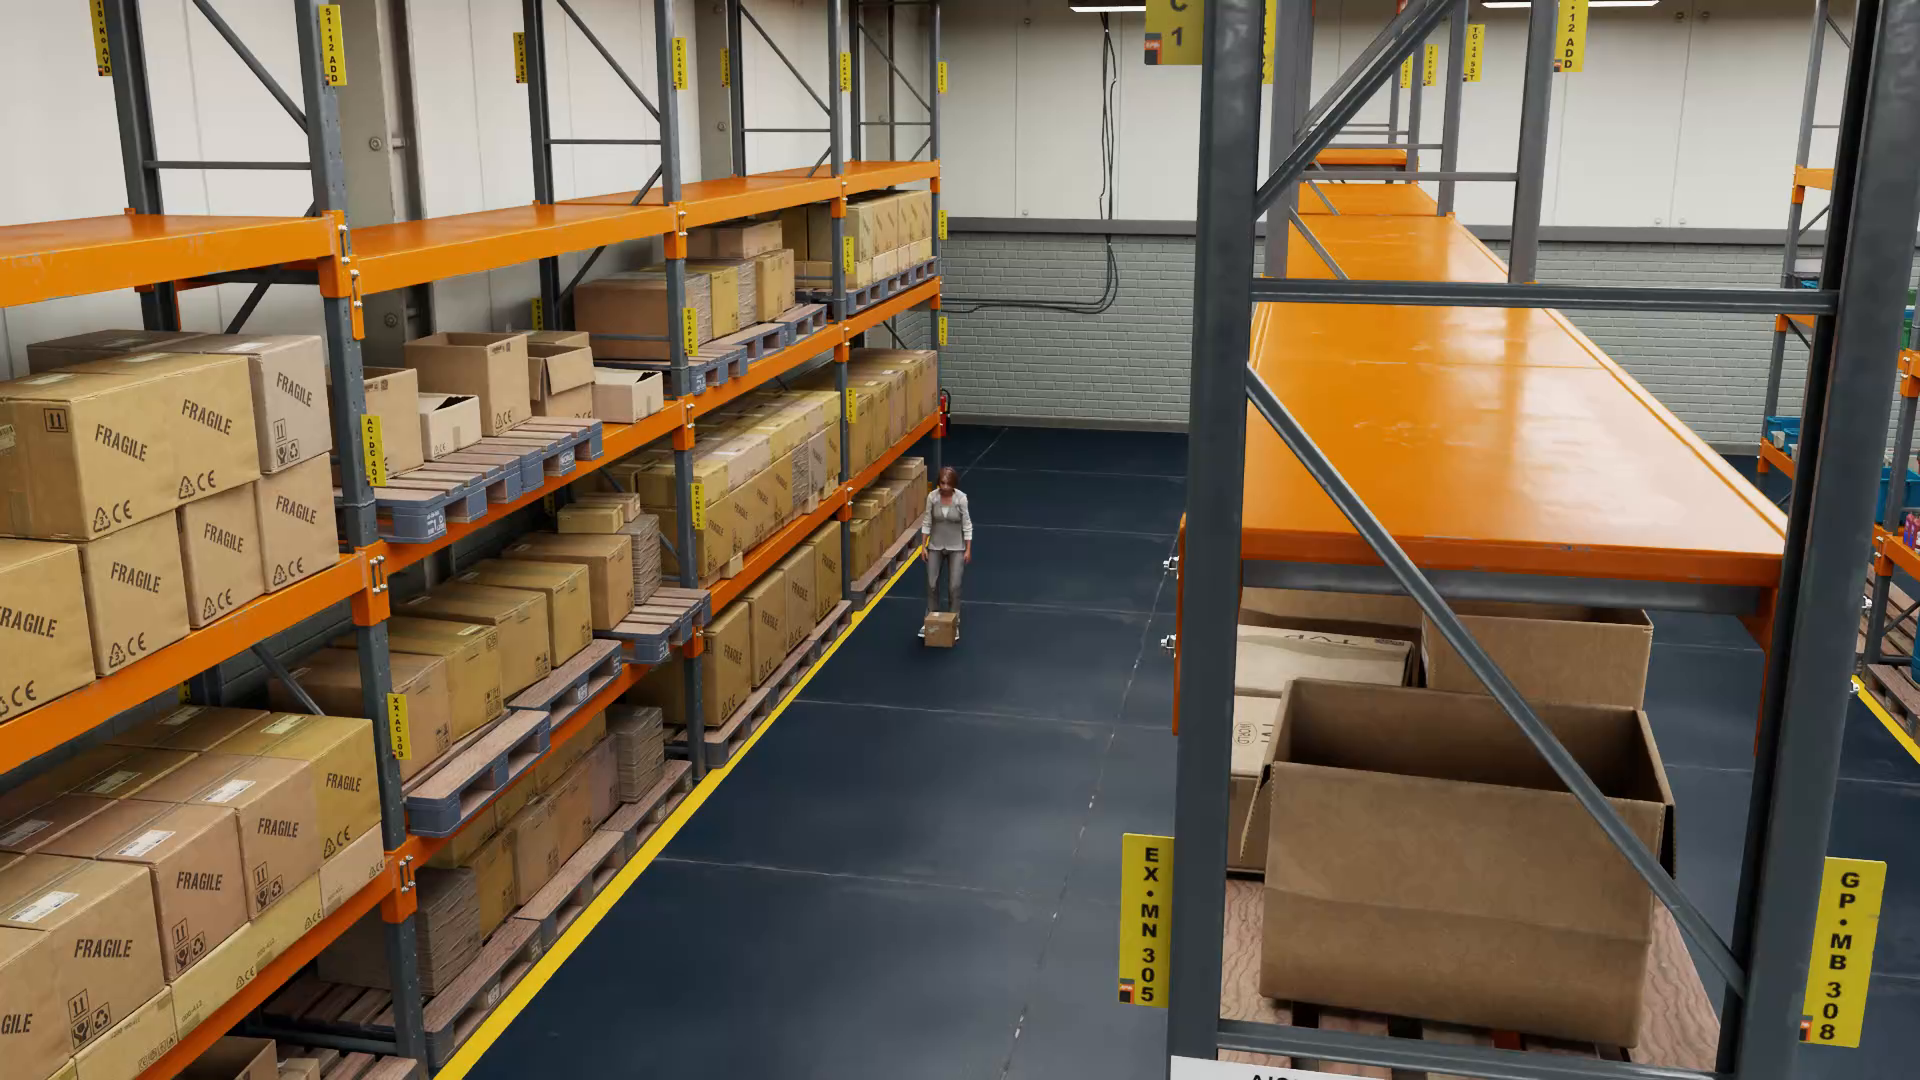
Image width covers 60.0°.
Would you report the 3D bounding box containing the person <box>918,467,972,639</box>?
[{"bbox_3d":[-0.131,0.108,15.130,0.485,1.594,0.371,2,15,9],"label":"person"}]
